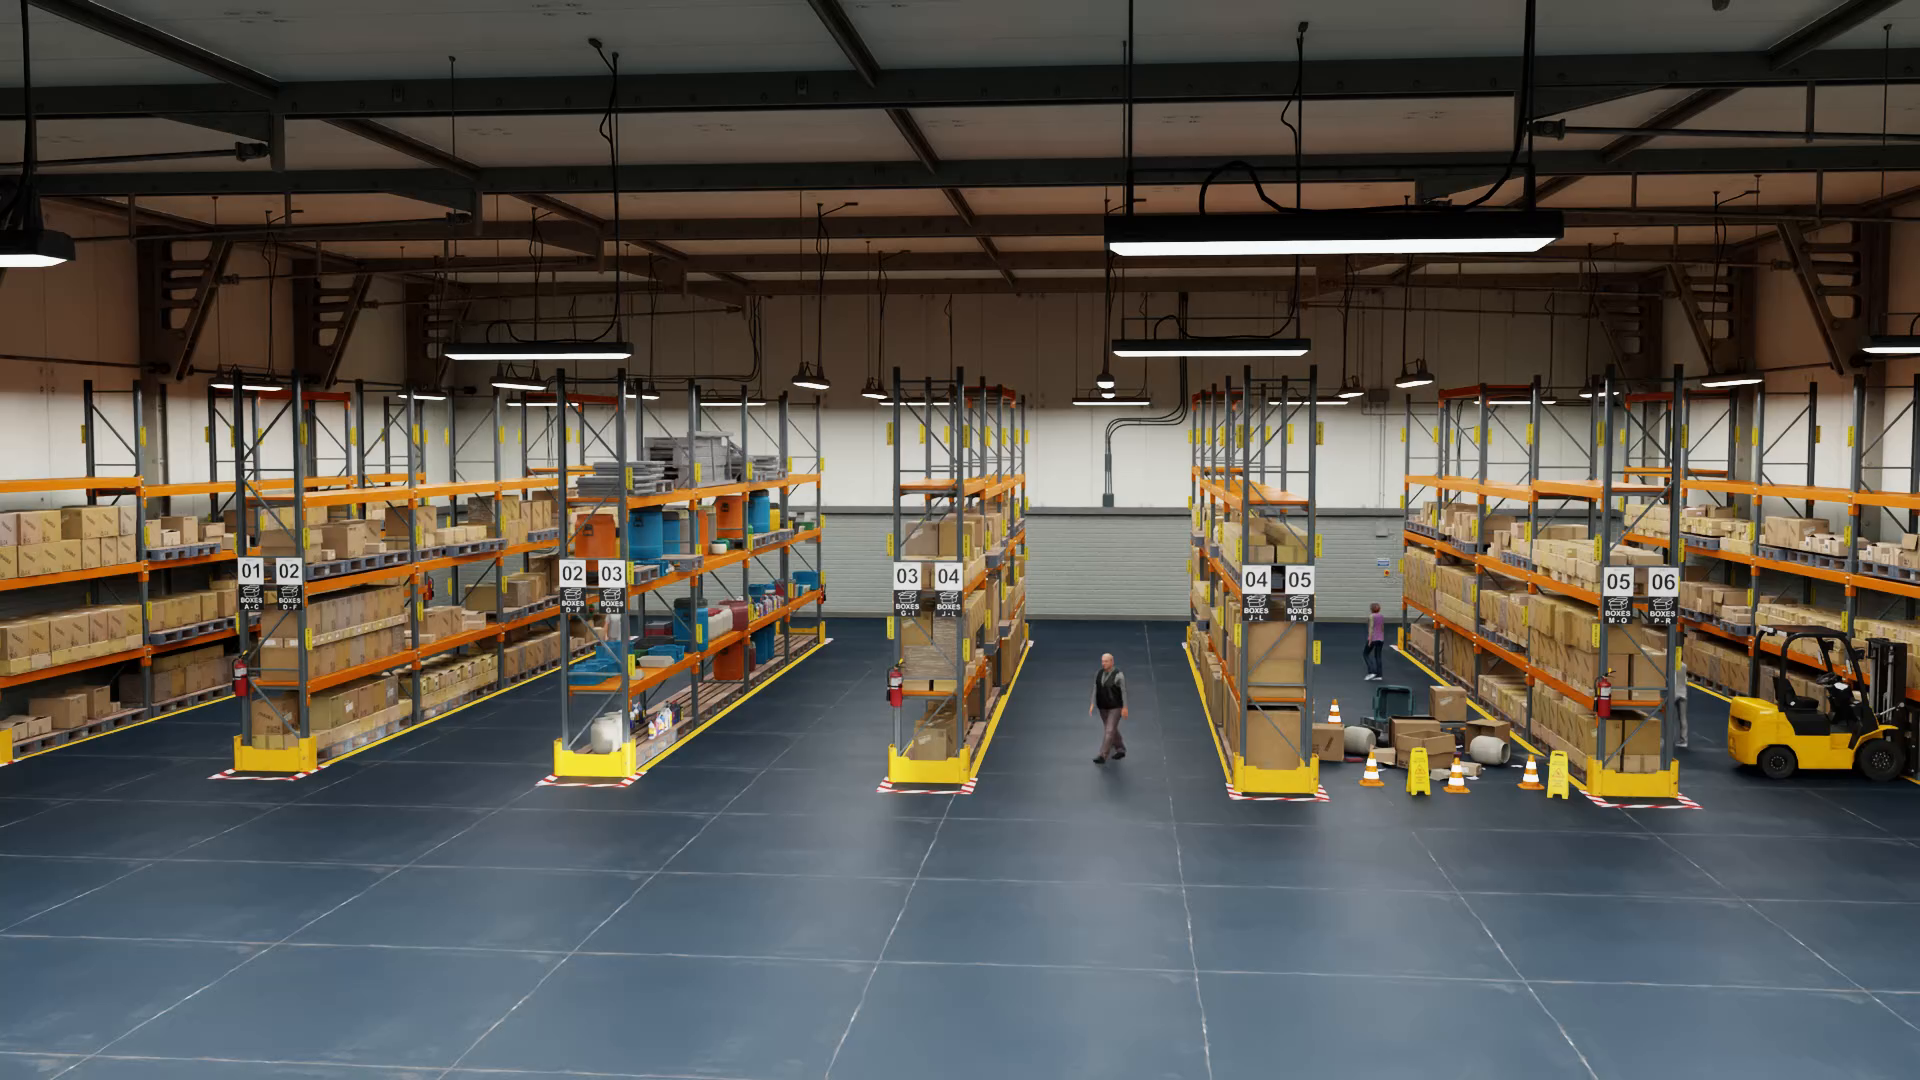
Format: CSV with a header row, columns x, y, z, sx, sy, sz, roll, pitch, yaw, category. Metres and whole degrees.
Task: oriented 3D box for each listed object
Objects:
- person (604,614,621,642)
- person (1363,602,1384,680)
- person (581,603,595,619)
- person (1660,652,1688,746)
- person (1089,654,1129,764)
x,y,z,sx,sy,sz,roll,pitch,yaw,category
-7.234,2.017,34.893,0.430,1.611,1.082,0,4,2,person
8.540,2.088,34.160,0.445,1.611,0.393,-2,4,-29,person
-10.180,1.297,45.486,0.933,1.757,0.538,2,4,27,person
11.591,2.549,26.887,0.411,1.598,0.723,0,4,-5,person
2.228,2.566,25.349,1.043,1.669,0.558,-4,5,-45,person
